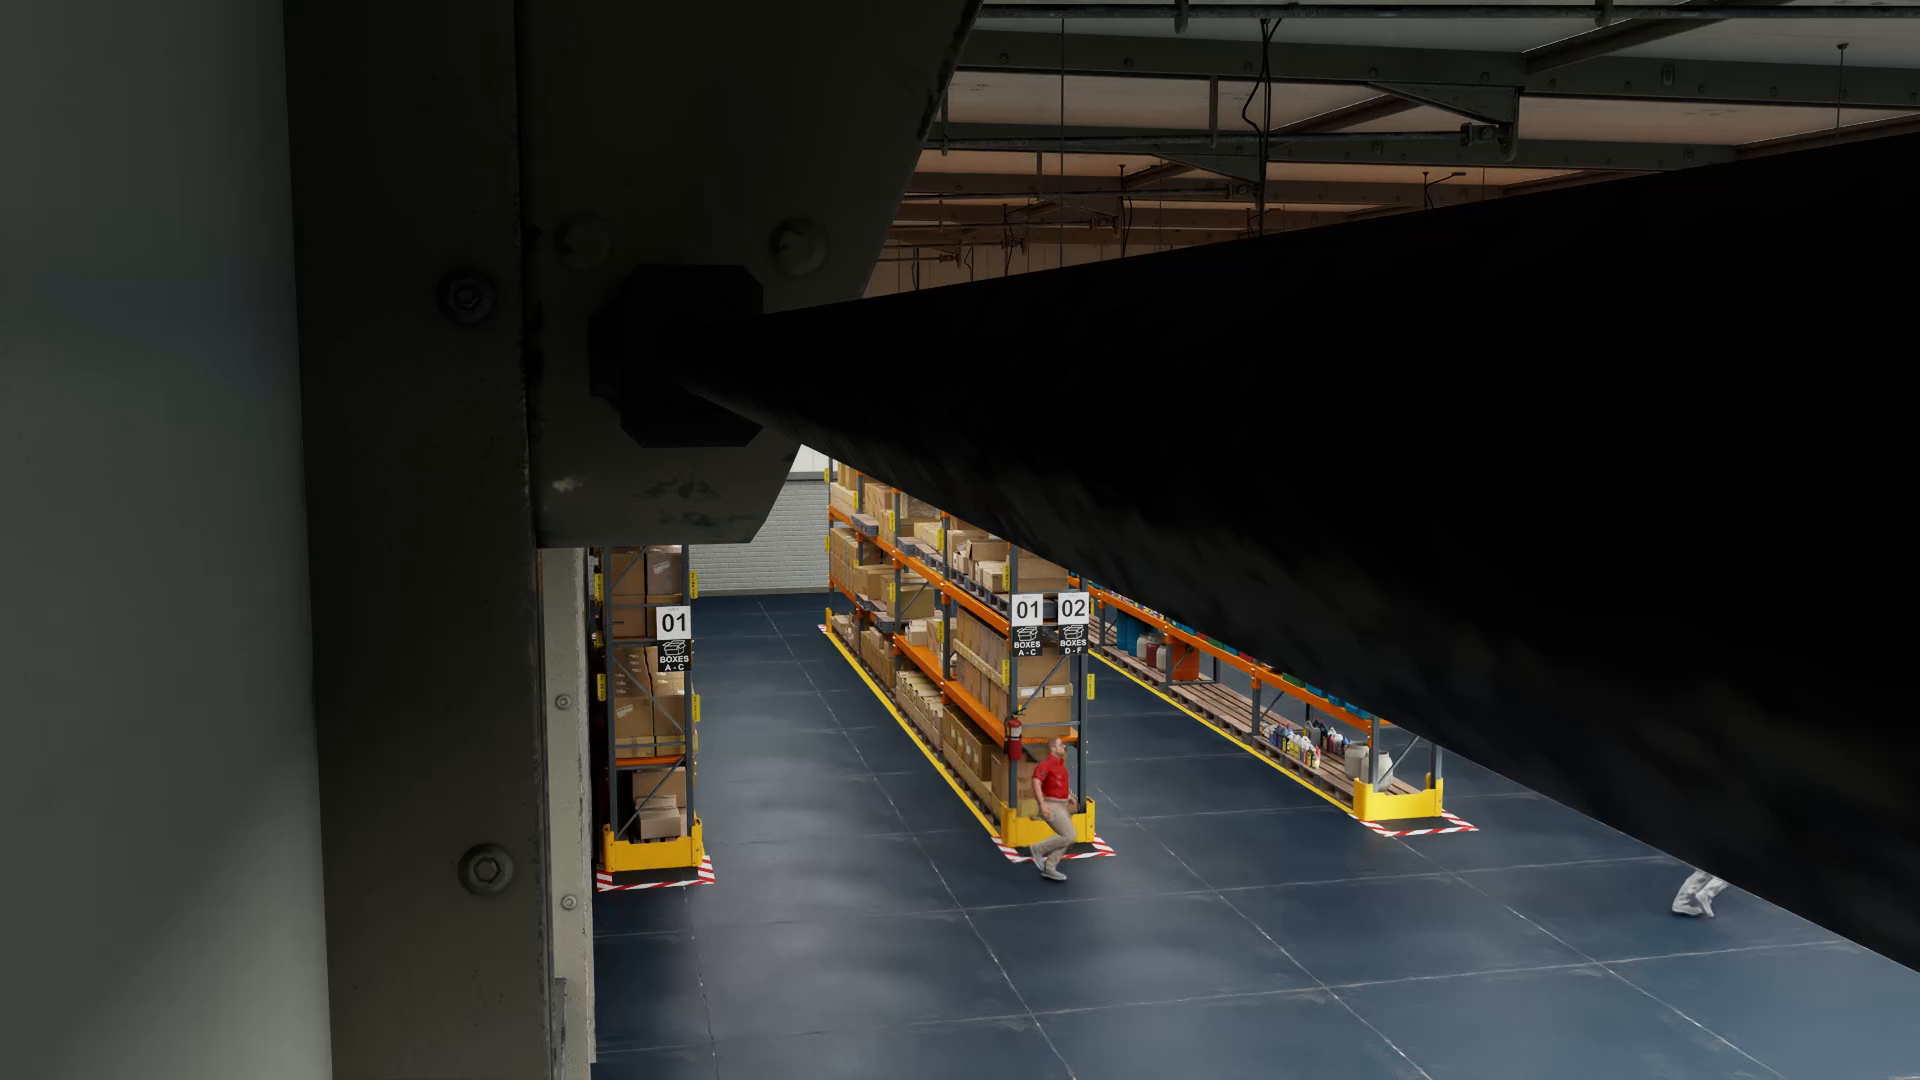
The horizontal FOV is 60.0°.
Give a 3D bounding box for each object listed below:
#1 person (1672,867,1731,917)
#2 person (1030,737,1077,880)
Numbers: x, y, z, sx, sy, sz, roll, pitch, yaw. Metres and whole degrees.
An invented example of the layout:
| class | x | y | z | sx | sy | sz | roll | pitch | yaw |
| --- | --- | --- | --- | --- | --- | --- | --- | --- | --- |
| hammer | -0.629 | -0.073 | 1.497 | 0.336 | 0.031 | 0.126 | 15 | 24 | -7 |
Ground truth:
| class | x | y | z | sx | sy | sz | roll | pitch | yaw |
| --- | --- | --- | --- | --- | --- | --- | --- | --- | --- |
| person | 8.272 | 3.297 | 18.292 | 0.738 | 1.722 | 0.609 | 1 | 7 | 9 |
| person | 1.154 | 3.172 | 19.778 | 0.548 | 1.645 | 0.724 | 2 | 7 | 18 |
